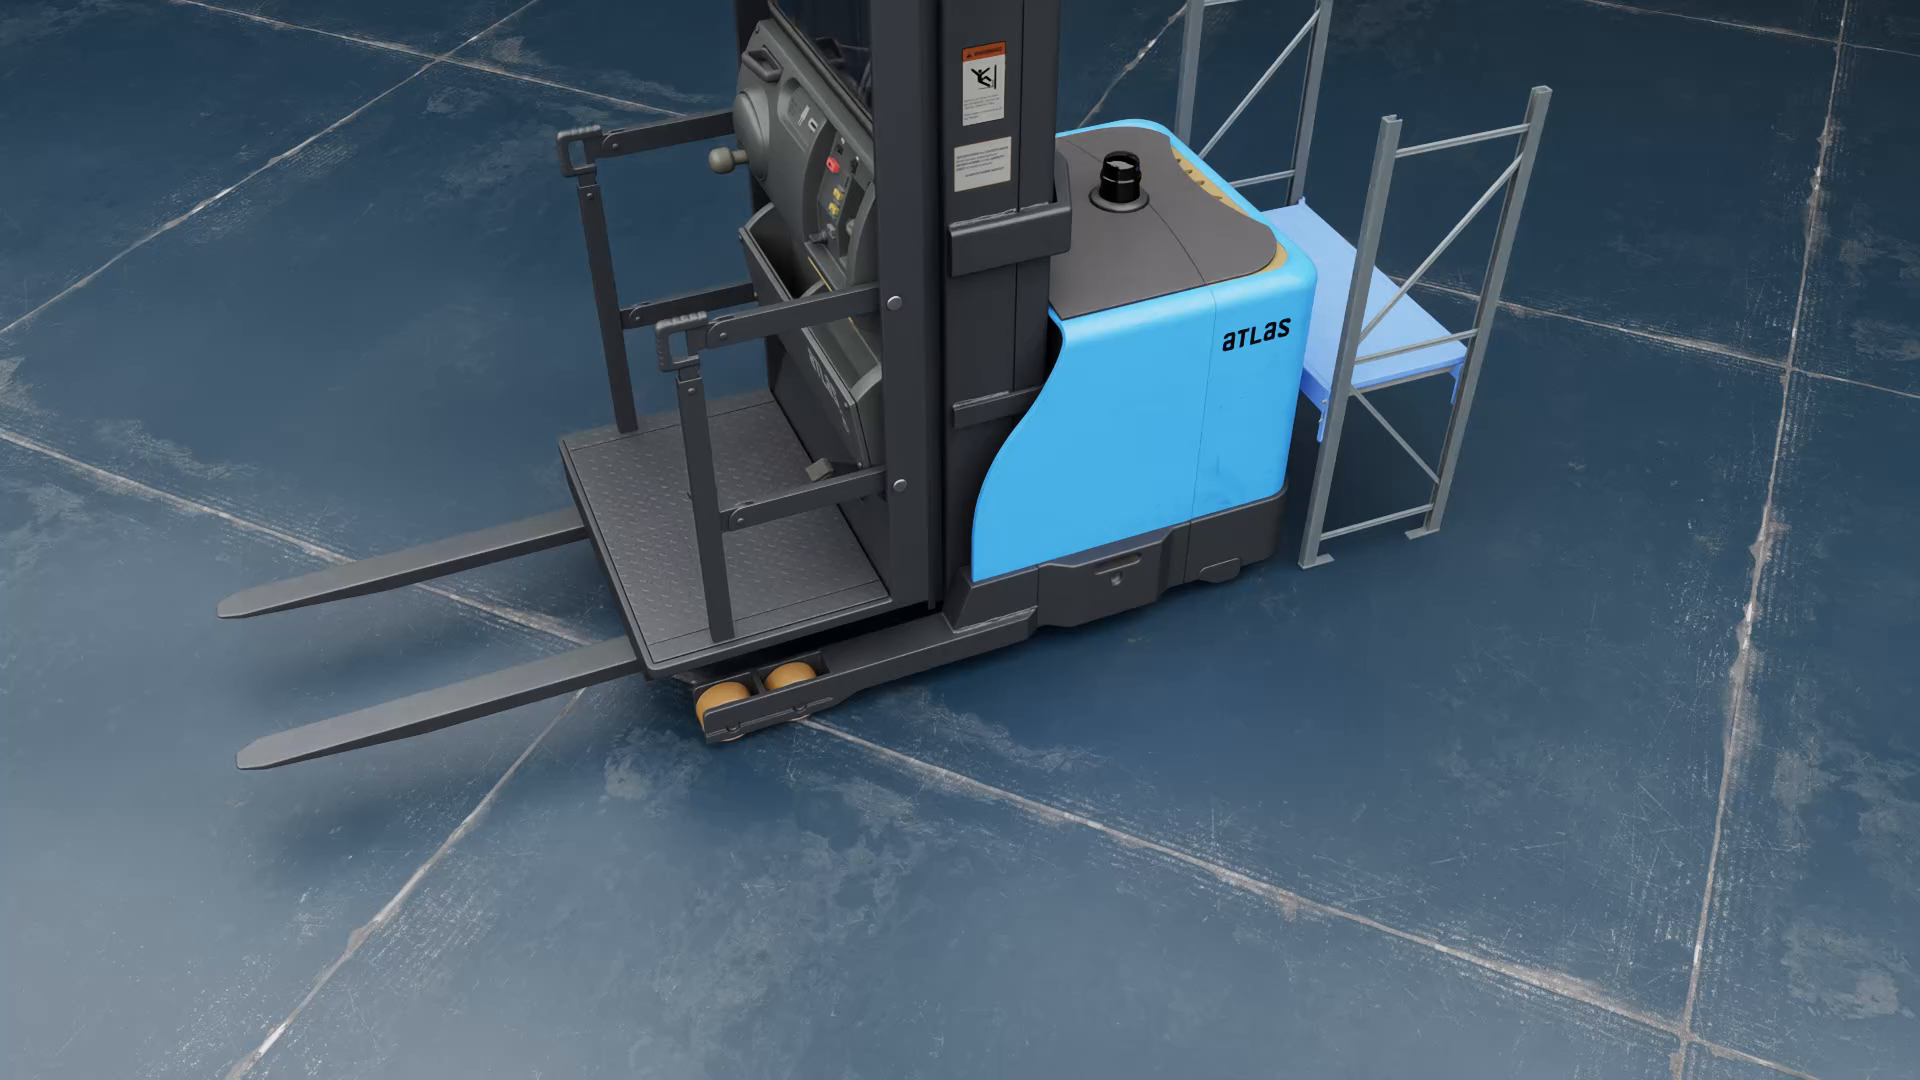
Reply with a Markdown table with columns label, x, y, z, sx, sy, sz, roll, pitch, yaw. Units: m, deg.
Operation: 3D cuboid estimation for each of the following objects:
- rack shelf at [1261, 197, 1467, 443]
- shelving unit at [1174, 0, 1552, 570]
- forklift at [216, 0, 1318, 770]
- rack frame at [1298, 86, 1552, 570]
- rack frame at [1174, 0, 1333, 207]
| label | x | y | z | sx | sy | sz | roll | pitch | yaw |
| --- | --- | --- | --- | --- | --- | --- | --- | --- | --- |
| rack shelf | 1.098 | -0.717 | 5.203 | 0.538 | 0.185 | 1.000 | -15 | 43 | -17 |
| shelving unit | 1.099 | -0.853 | 5.086 | 0.538 | 1.500 | 1.048 | -15 | 43 | -17 |
| forklift | -0.580 | -0.946 | 4.103 | 3.031 | 2.935 | 1.130 | -16 | 43 | -17 |
| rack frame | 1.290 | -0.545 | 4.730 | 0.500 | 1.500 | 0.032 | -15 | 43 | -17 |
| rack frame | 0.908 | -1.161 | 5.442 | 0.500 | 1.500 | 0.032 | -15 | 43 | -17 |
